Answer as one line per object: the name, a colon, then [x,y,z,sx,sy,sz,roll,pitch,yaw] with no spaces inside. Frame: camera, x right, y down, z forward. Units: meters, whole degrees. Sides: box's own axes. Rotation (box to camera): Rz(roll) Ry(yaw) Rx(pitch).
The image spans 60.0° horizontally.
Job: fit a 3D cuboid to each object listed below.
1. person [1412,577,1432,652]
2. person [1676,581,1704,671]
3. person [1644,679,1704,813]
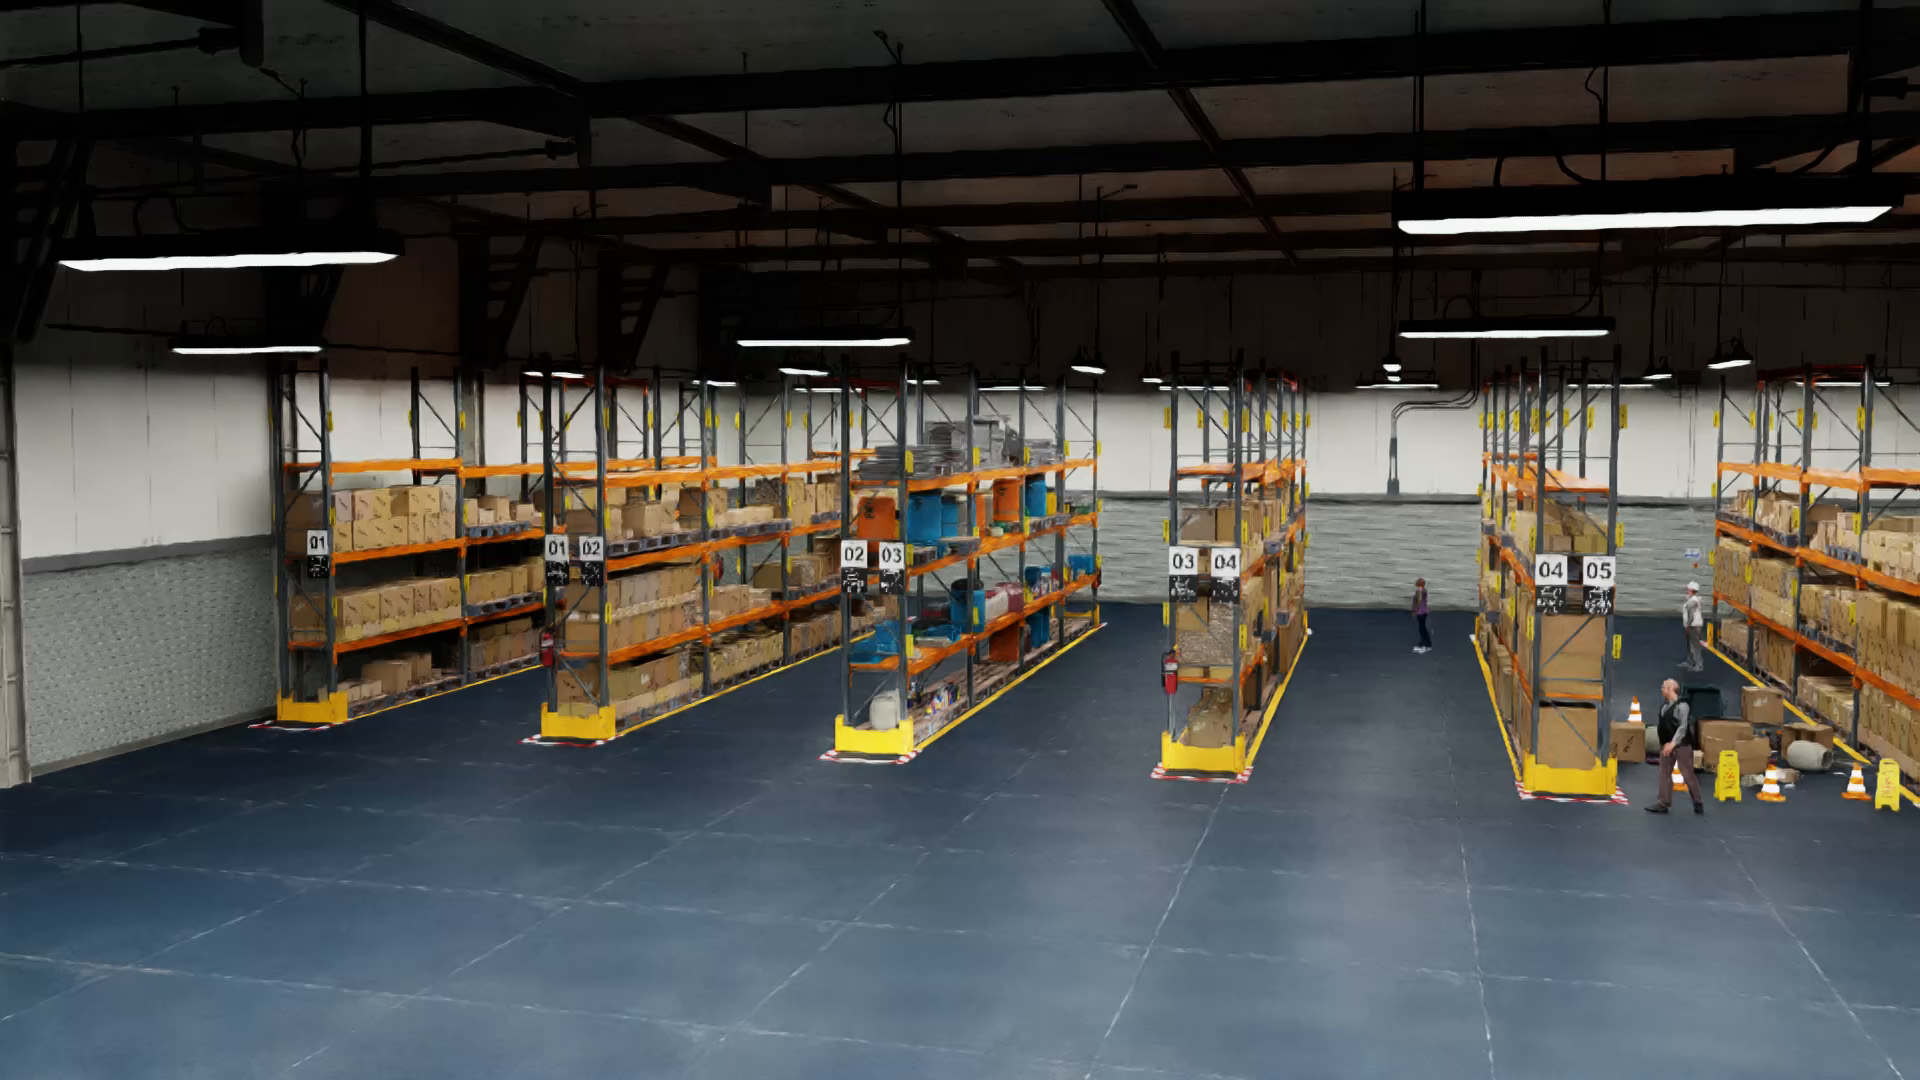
person: [10.029,1.613,36.067,0.426,1.617,0.438,2,5,28]
person: [14.643,1.709,33.300,0.548,1.770,0.602,3,5,32]
person: [9.141,2.628,21.201,0.700,1.718,0.555,-1,4,-12]
